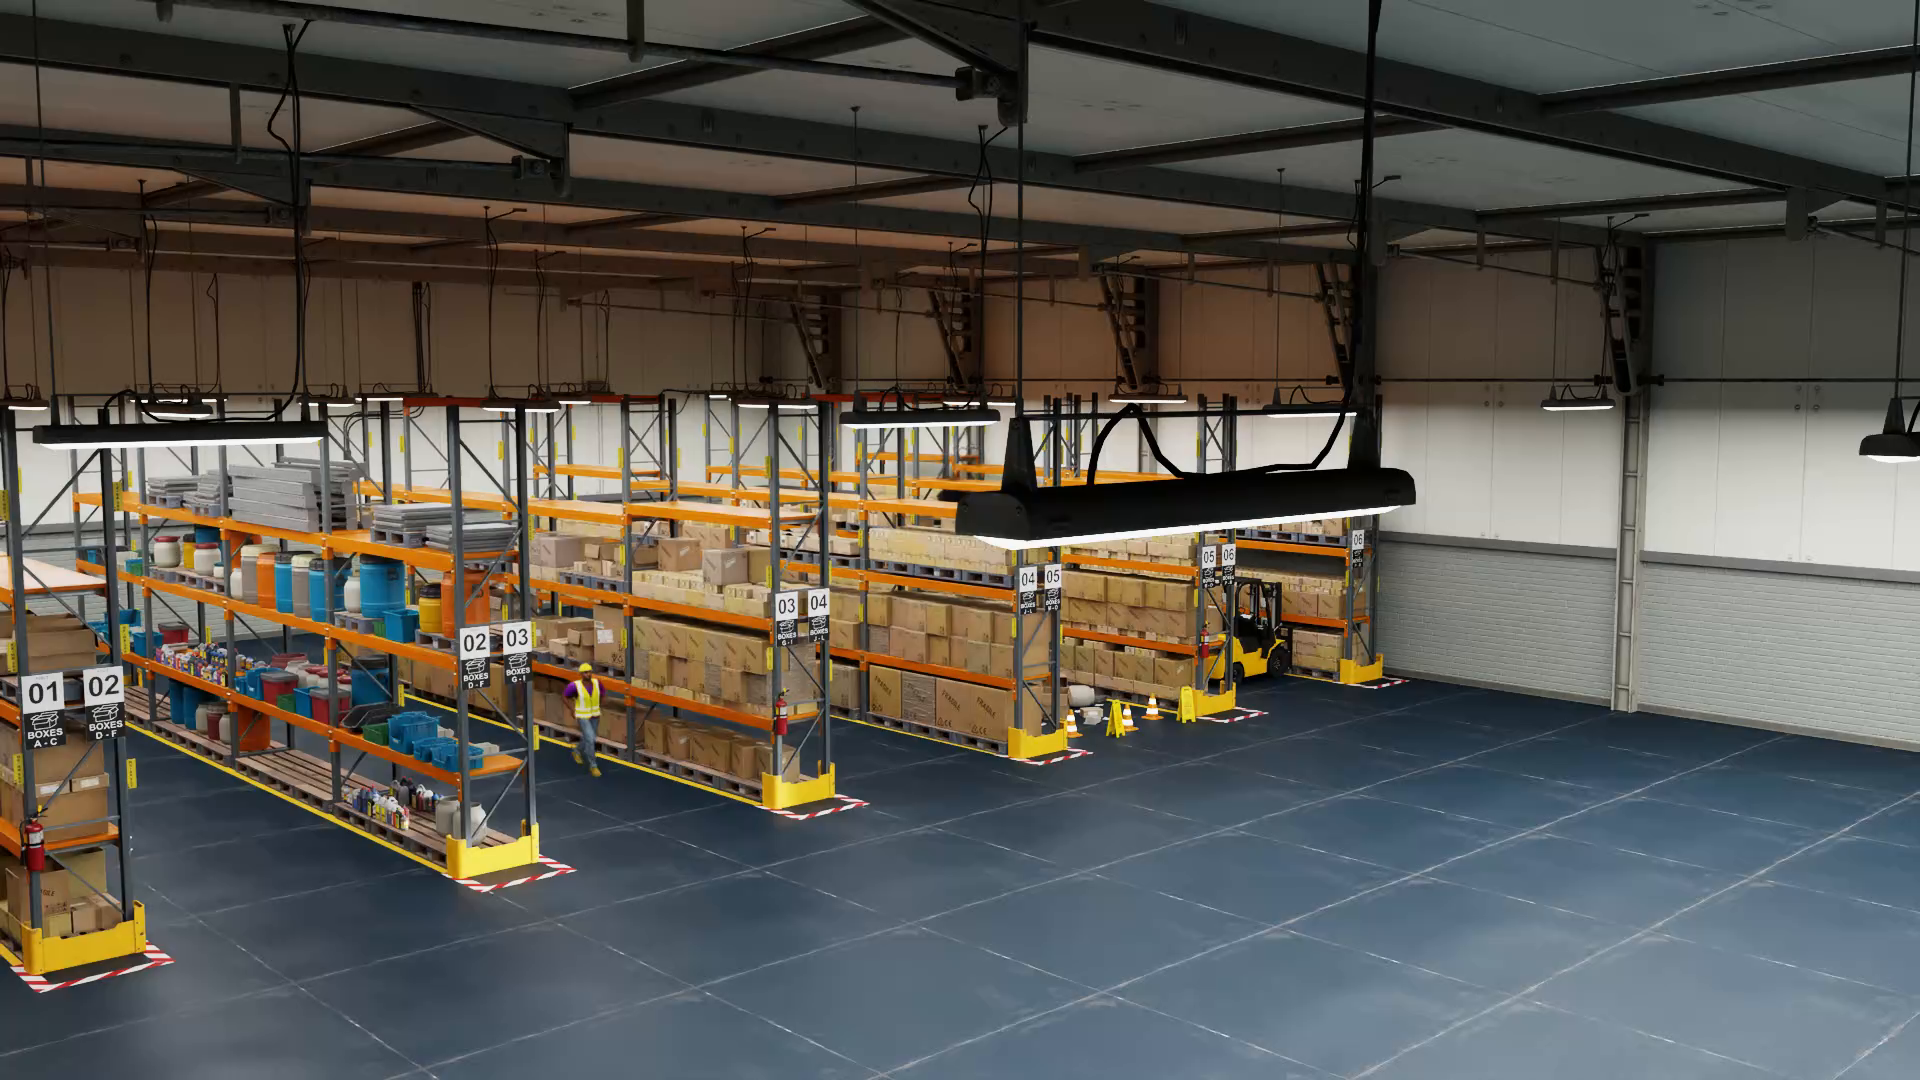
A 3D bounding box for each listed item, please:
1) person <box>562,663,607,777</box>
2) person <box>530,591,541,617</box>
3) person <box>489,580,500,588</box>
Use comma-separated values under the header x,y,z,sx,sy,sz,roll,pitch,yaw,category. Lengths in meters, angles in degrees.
x,y,z,sx,sy,sz,roll,pitch,yaw,category
-5.995,2.860,26.802,0.682,1.780,0.915,-5,7,-42,person
-9.731,1.921,37.451,0.543,1.636,0.719,-4,7,-37,person
-11.275,1.666,39.770,0.748,1.681,0.569,4,7,35,person
